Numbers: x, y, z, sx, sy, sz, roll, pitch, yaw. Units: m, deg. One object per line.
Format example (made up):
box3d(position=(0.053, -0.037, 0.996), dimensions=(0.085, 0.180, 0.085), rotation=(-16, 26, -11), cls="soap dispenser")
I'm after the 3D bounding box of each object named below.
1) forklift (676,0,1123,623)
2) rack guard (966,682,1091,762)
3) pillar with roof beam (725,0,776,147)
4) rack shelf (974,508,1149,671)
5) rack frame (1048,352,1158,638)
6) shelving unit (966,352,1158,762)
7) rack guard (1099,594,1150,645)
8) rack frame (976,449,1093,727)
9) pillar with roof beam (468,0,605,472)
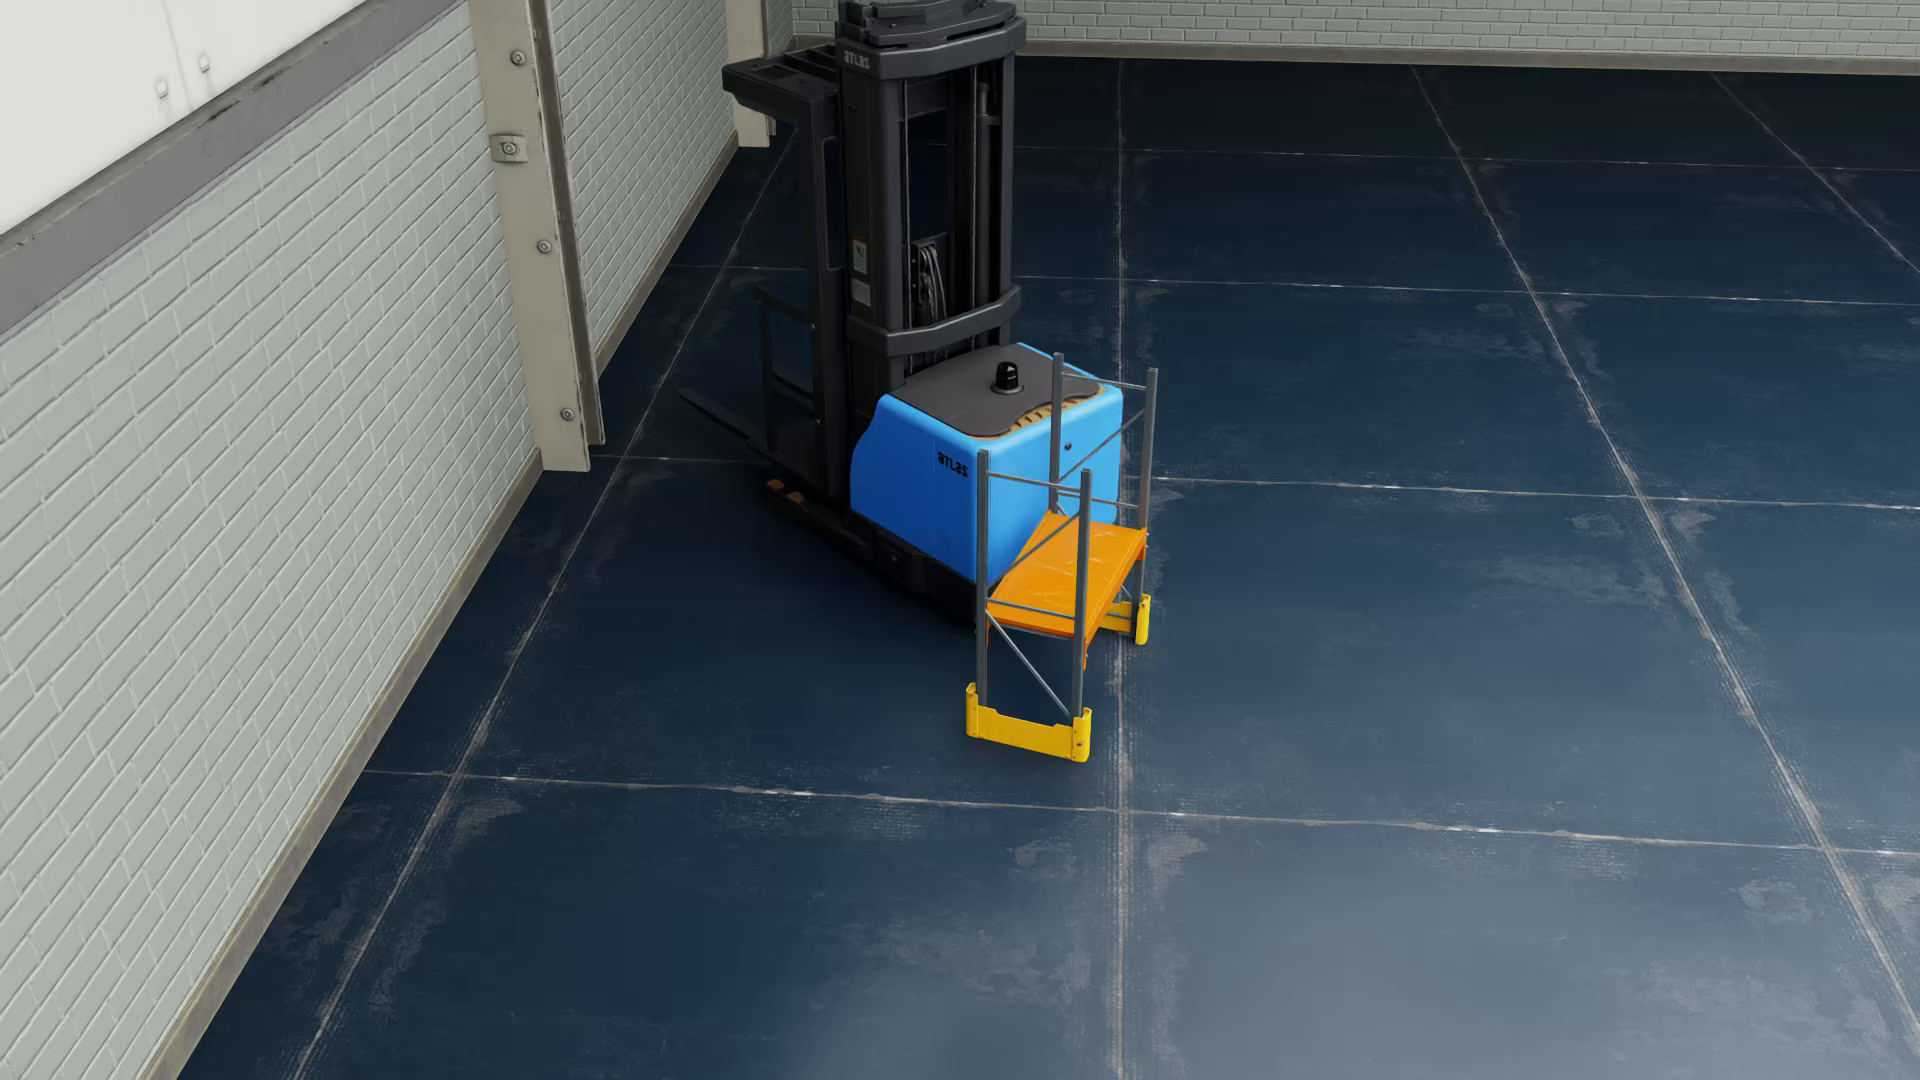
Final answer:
box3d(position=(-0.508, -1.513, 8.911), dimensions=(1.130, 2.935, 3.031), rotation=(-25, 40, -35), cls="forklift")
box3d(position=(0.311, 0.838, 7.652), dimensions=(0.587, 0.250, 0.087), rotation=(11, 33, 18), cls="rack guard")
box3d(position=(2.426, -7.302, 12.521), dimensions=(9.100, 9.000, 0.400), rotation=(2, 32, 4), cls="pillar with roof beam")
box3d(position=(0.493, 0.211, 7.821), dimensions=(0.538, 0.185, 1.000), rotation=(11, 33, 18), cls="rack shelf")
box3d(position=(0.675, -0.191, 8.130), dimensions=(0.500, 1.500, 0.032), rotation=(11, 33, 18), cls="rack frame")
box3d(position=(0.490, 0.062, 7.719), dimensions=(0.587, 1.500, 1.083), rotation=(11, 33, 18), cls="shelving unit")
box3d(position=(0.668, 0.351, 8.443), dimensions=(0.587, 0.250, 0.087), rotation=(11, 33, 18), cls="rack guard")
box3d(position=(0.310, 0.307, 7.323), dimensions=(0.500, 1.500, 0.032), rotation=(11, 33, 18), cls="rack frame")
box3d(position=(1.937, -4.165, 7.430), dimensions=(9.100, 9.000, 0.400), rotation=(2, 32, 4), cls="pillar with roof beam")
